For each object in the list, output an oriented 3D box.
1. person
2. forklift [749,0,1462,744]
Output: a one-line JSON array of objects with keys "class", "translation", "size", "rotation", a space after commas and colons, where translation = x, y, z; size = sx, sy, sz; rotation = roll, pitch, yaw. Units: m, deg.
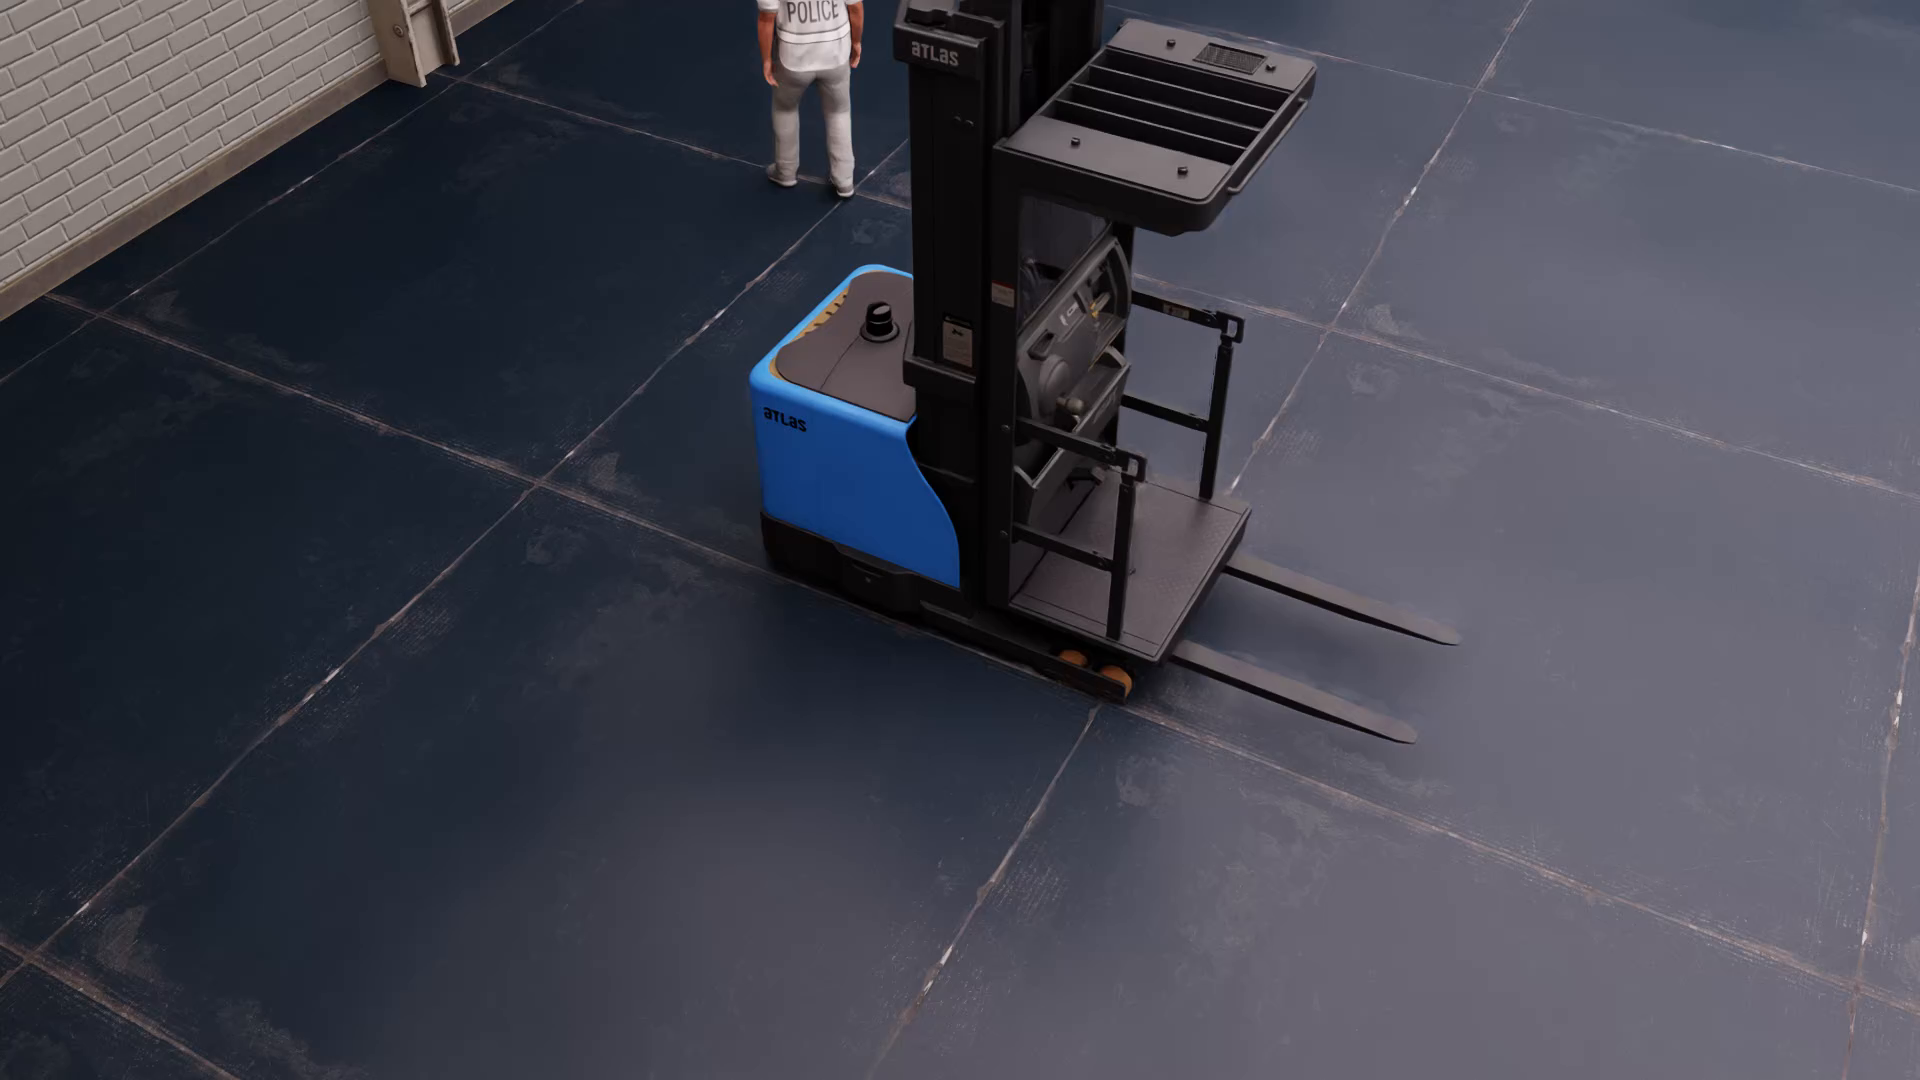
[{"class": "person", "translation": [-0.854, -2.800, 9.518], "size": [0.613, 1.779, 0.509], "rotation": [-9, 44, -10]}, {"class": "forklift", "translation": [0.637, -0.792, 6.495], "size": [3.031, 2.935, 1.130], "rotation": [20, 47, 20]}]
